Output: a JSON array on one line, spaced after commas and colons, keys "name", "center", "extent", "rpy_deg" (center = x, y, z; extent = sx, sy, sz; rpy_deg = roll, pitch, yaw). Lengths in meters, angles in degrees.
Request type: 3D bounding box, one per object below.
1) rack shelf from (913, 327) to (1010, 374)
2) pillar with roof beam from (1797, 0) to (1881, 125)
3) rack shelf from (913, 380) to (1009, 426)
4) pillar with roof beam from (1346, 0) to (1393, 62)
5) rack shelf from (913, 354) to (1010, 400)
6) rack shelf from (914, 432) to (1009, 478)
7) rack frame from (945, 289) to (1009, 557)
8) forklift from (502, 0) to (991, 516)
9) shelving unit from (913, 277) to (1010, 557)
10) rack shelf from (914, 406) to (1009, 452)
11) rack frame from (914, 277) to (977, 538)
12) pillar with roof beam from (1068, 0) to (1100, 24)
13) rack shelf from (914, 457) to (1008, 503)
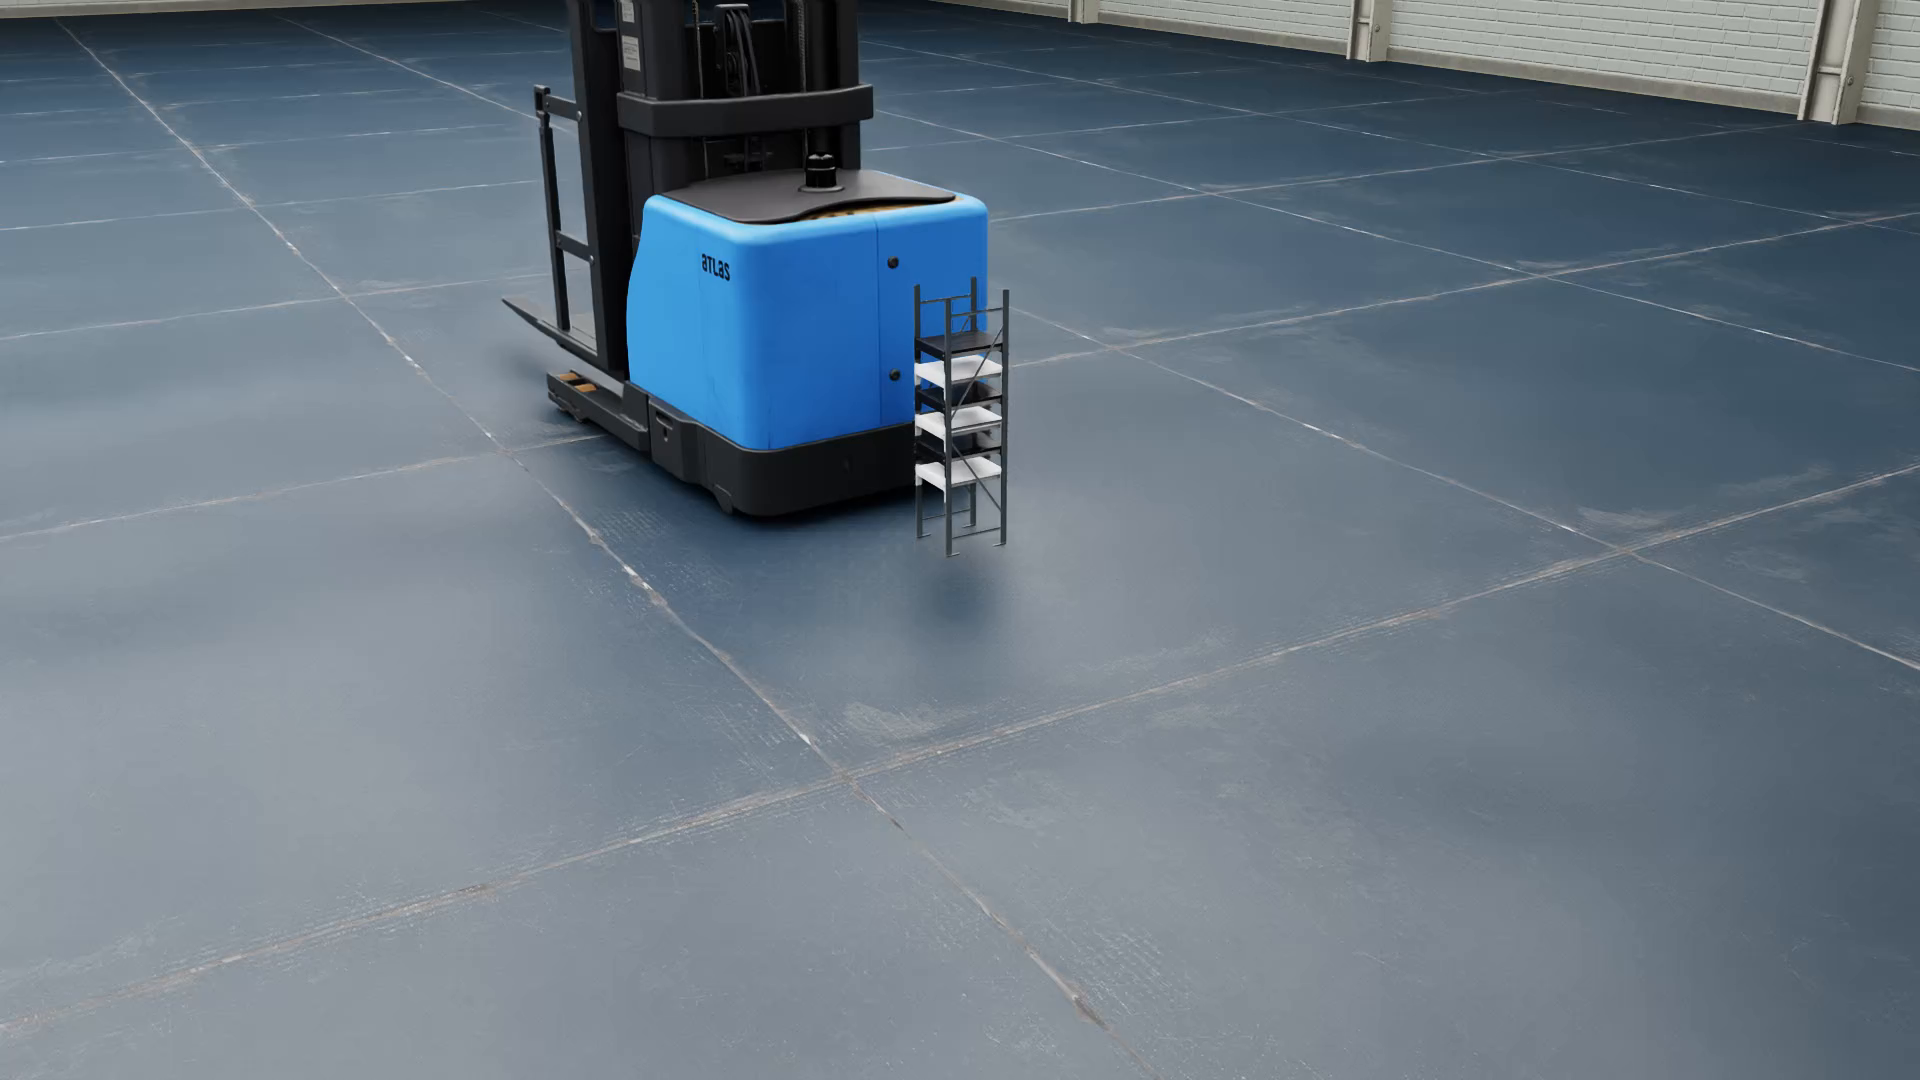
[{"name": "rack shelf", "center": [0.004, -0.633, 5.546], "extent": [0.258, 0.077, 0.200], "rpy_deg": [-13, 25, -28]}, {"name": "pillar with roof beam", "center": [4.279, -7.202, 11.579], "extent": [9.100, 9.000, 0.400], "rpy_deg": [-13, 25, -28]}, {"name": "rack shelf", "center": [0.004, -0.467, 5.614], "extent": [0.258, 0.077, 0.200], "rpy_deg": [-13, 25, -28]}, {"name": "pillar with roof beam", "center": [1.215, -9.144, 16.358], "extent": [9.100, 9.000, 0.400], "rpy_deg": [-13, 25, -28]}, {"name": "rack shelf", "center": [0.004, -0.550, 5.580], "extent": [0.258, 0.077, 0.200], "rpy_deg": [-13, 25, -28]}, {"name": "rack shelf", "center": [0.004, -0.300, 5.682], "extent": [0.258, 0.077, 0.200], "rpy_deg": [-13, 25, -28]}, {"name": "rack frame", "center": [0.056, -0.381, 5.555], "extent": [0.240, 0.900, 0.006], "rpy_deg": [-13, 25, -28]}, {"name": "forklift", "center": [-1.123, -1.942, 6.696], "extent": [1.130, 2.935, 3.031], "rpy_deg": [-14, 26, -31]}, {"name": "shelving unit", "center": [0.004, -0.414, 5.636], "extent": [0.258, 0.900, 0.210], "rpy_deg": [-13, 25, -28]}, {"name": "rack shelf", "center": [0.004, -0.383, 5.648], "extent": [0.258, 0.077, 0.200], "rpy_deg": [-13, 25, -28]}, {"name": "rack frame", "center": [-0.048, -0.447, 5.717], "extent": [0.240, 0.900, 0.006], "rpy_deg": [-13, 25, -28]}, {"name": "pillar with roof beam", "center": [-1.850, -11.086, 21.136], "extent": [9.100, 9.000, 0.400], "rpy_deg": [-13, 25, -28]}, {"name": "rack shelf", "center": [0.004, -0.217, 5.716], "extent": [0.258, 0.077, 0.200], "rpy_deg": [-13, 25, -28]}]
